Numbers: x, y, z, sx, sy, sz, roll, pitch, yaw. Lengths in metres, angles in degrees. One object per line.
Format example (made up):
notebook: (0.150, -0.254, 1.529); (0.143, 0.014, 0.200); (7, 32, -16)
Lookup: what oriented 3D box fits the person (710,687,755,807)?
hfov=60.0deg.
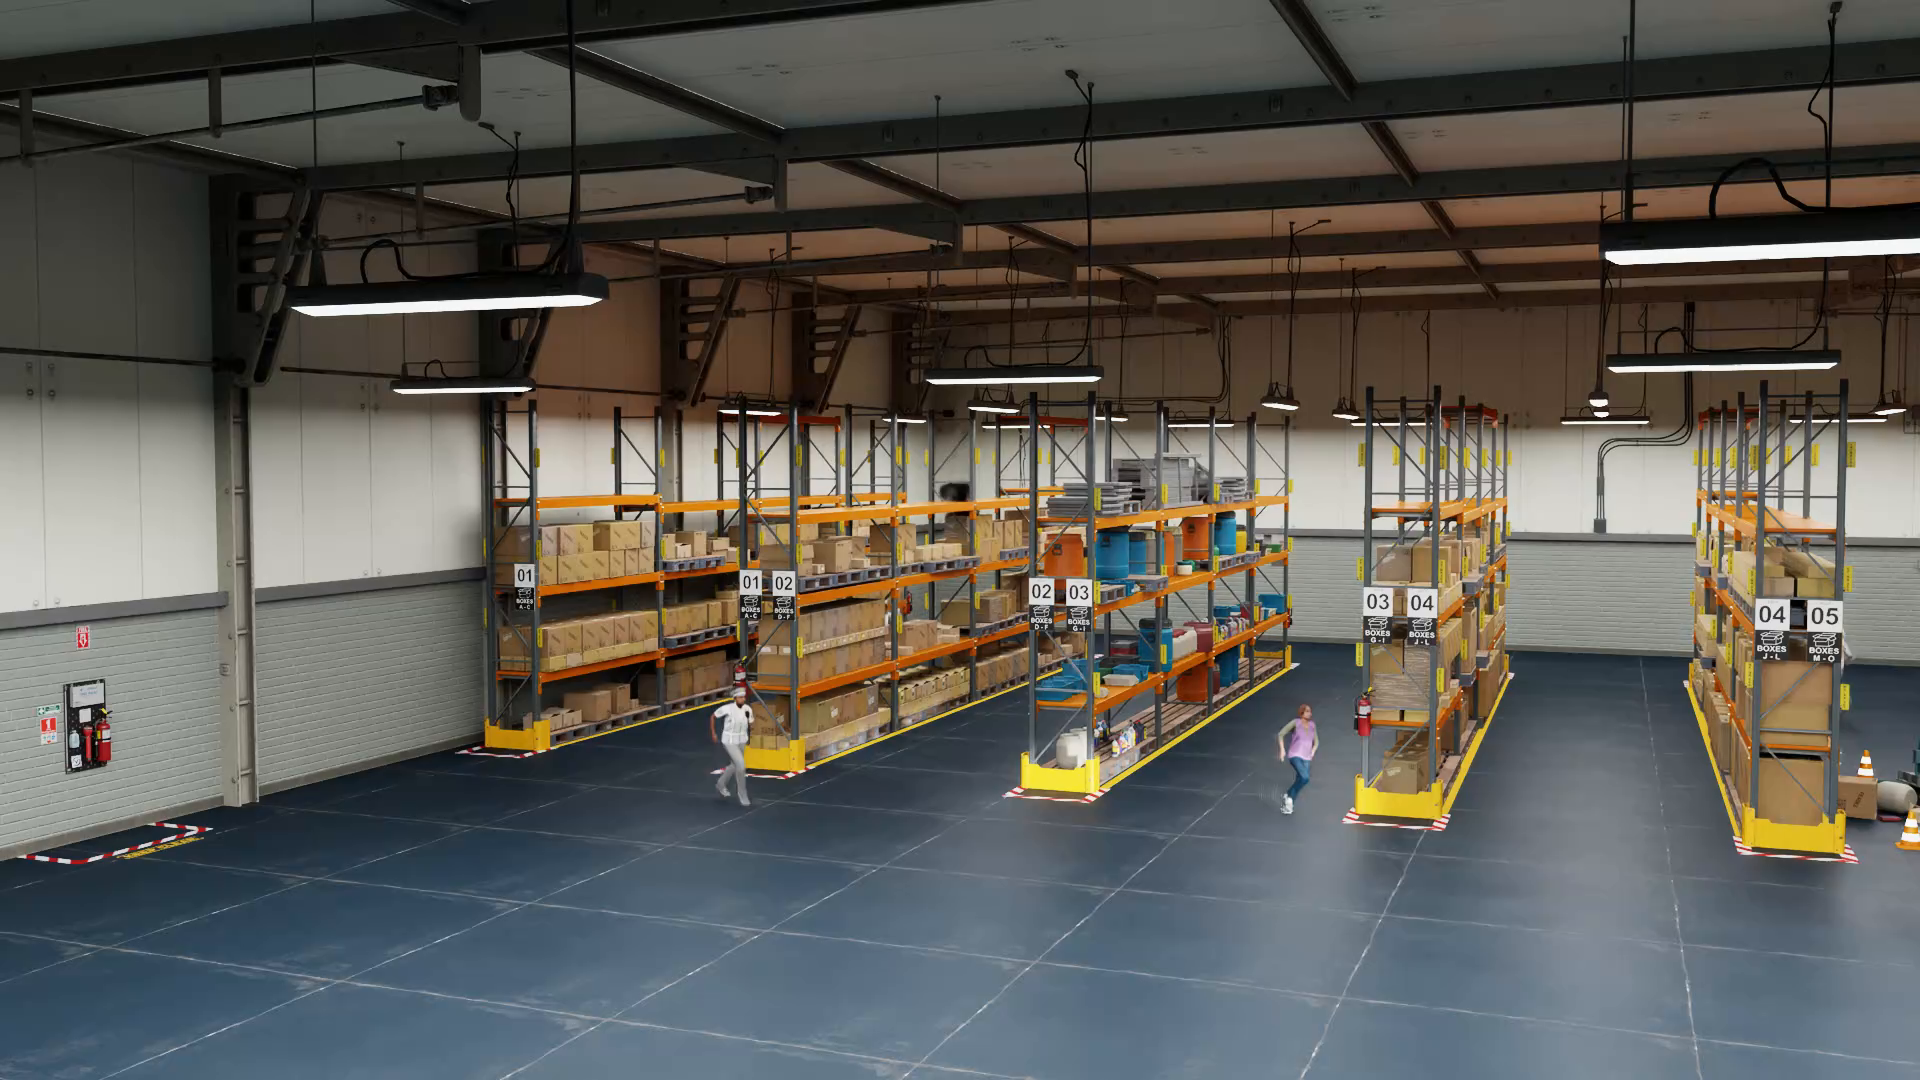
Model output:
person: (-3.294, 2.979, 24.151); (0.599, 1.735, 0.846); (-2, 4, -41)

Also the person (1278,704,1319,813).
person: (4.802, 3.076, 23.322); (0.542, 1.535, 0.547); (-1, 3, -20)

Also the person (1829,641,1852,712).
person: (17.094, 2.524, 32.630); (0.669, 1.740, 0.812); (1, 3, 13)

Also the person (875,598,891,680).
person: (-1.692, 2.117, 35.046); (0.681, 1.766, 0.624); (1, 3, 17)
